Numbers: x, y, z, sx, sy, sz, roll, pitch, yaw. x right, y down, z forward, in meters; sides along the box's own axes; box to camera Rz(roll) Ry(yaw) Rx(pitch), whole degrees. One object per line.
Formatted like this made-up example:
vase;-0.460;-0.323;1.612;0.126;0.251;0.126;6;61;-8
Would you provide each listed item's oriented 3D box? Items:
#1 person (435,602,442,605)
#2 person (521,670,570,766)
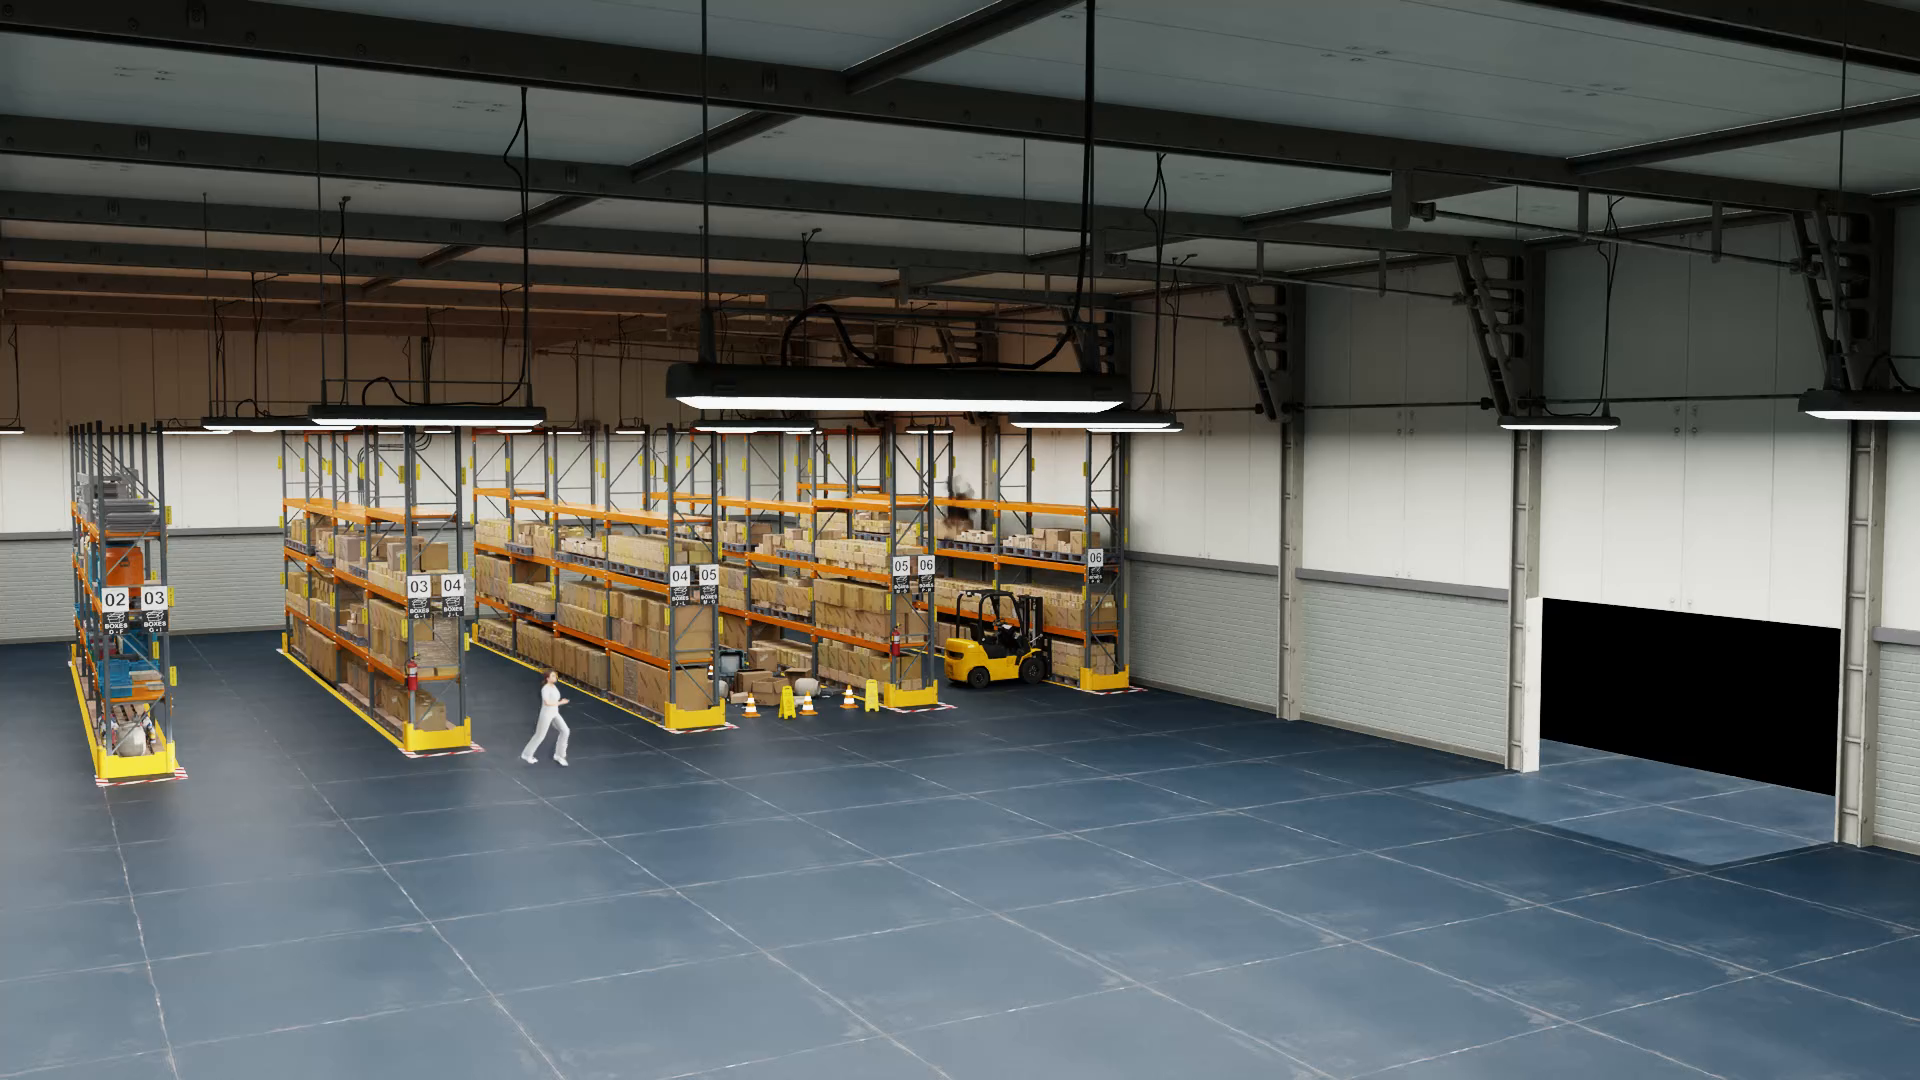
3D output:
person;-14.235;2.066;45.342;0.601;1.698;0.632;-2;4;-32
person;-7.193;3.100;28.968;0.883;1.707;0.571;1;4;12
